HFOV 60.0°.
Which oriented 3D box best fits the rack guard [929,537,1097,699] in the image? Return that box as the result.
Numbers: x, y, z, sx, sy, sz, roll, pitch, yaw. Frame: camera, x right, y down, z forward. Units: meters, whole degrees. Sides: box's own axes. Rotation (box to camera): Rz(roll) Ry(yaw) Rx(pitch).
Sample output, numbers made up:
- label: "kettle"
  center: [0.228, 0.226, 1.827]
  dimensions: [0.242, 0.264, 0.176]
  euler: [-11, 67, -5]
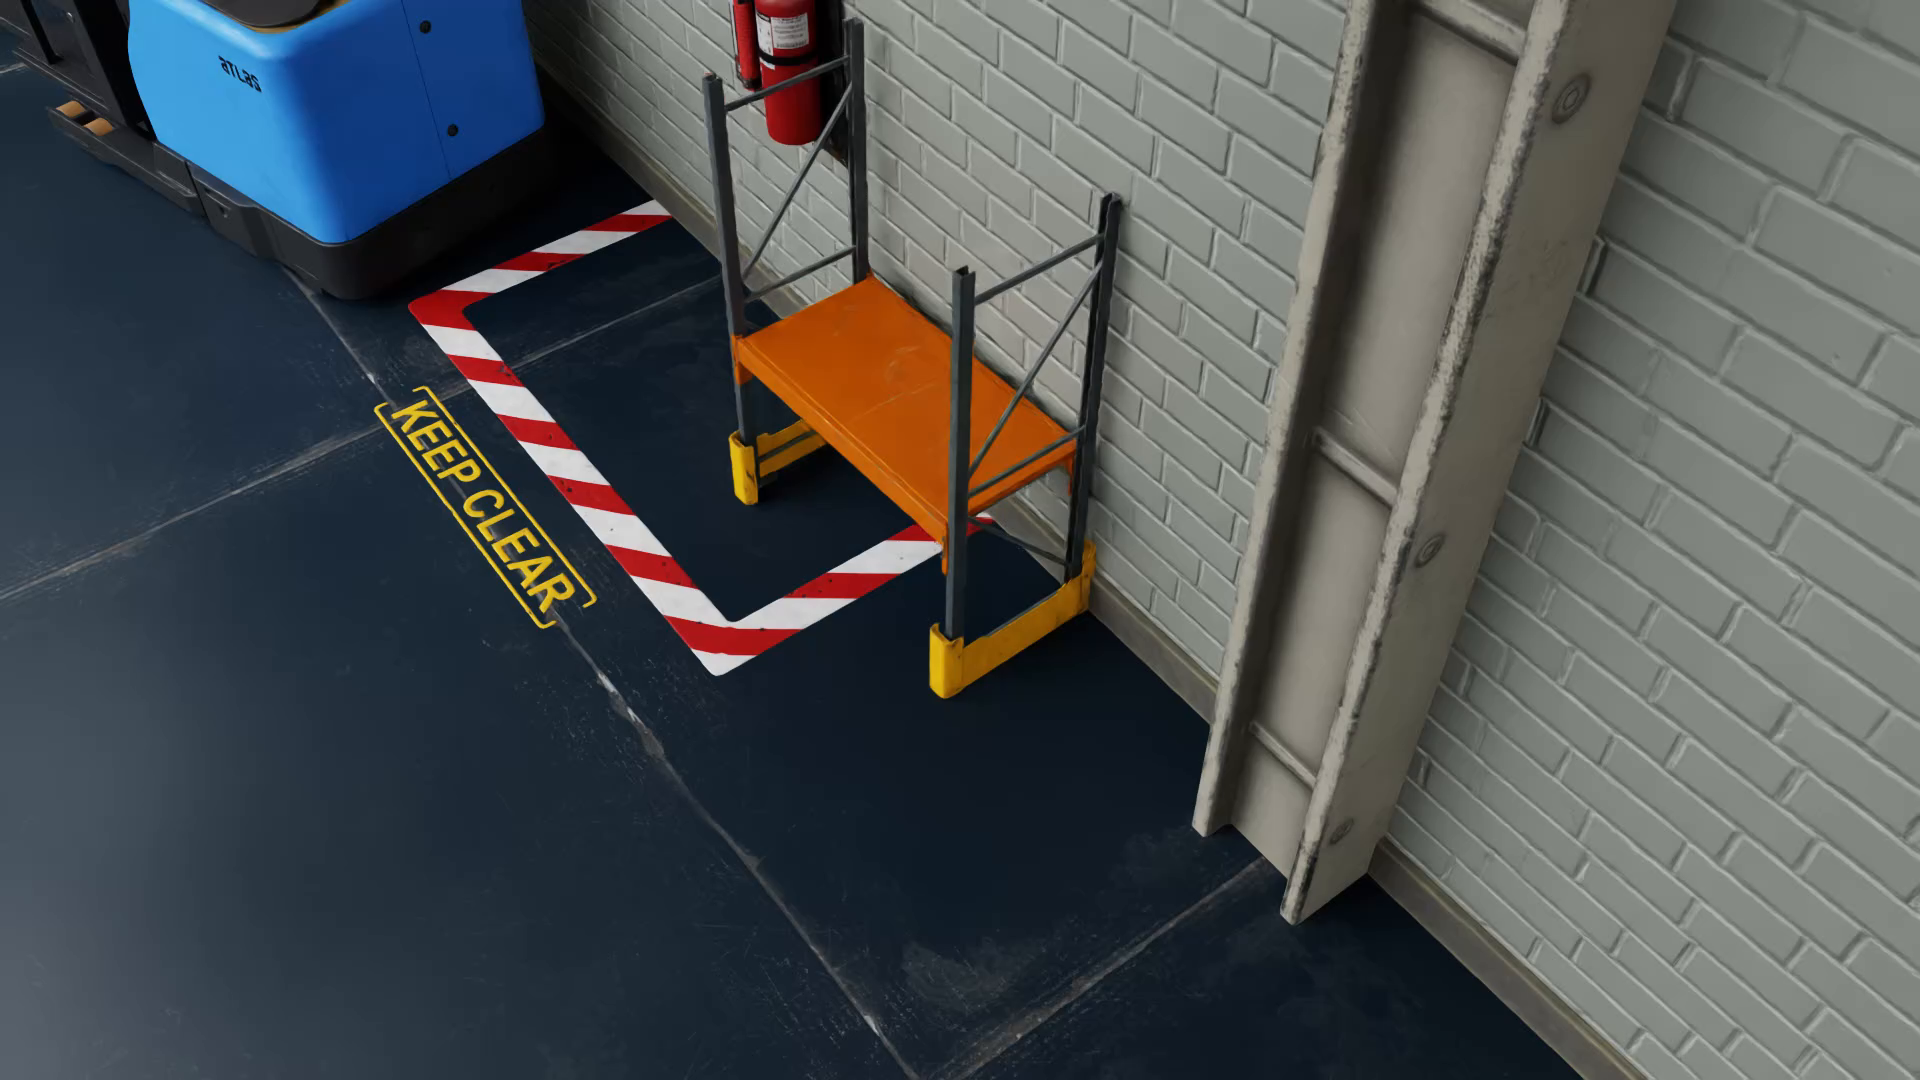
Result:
- label: "rack guard"
  center: [0.157, 0.224, 4.867]
  dimensions: [0.587, 0.250, 0.087]
  euler: [-31, 55, -26]

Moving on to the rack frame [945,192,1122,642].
- label: "rack frame"
  center: [0.170, -0.201, 4.409]
  dimensions: [0.500, 1.500, 0.032]
  euler: [-31, 55, -26]

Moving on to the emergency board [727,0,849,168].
- label: "emergency board"
  center: [-0.594, -1.658, 4.729]
  dimensions: [0.194, 1.169, 0.643]
  euler: [-29, 54, -24]

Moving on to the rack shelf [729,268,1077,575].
- label: "rack shelf"
  center: [-0.158, -0.370, 4.802]
  dimensions: [0.538, 0.185, 1.000]
  euler: [-31, 55, -26]

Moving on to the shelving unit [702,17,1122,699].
- label: "shelving unit"
  center: [-0.148, -0.487, 4.665]
  dimensions: [0.587, 1.500, 1.083]
  euler: [-31, 55, -26]

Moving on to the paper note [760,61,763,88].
- label: "paper note"
  center: [-0.646, -1.498, 5.178]
  dimensions: [0.016, 0.148, 0.142]
  euler: [-29, 54, -24]

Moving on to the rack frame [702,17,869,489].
- label: "rack frame"
  center: [-0.478, -0.784, 4.932]
  dimensions: [0.500, 1.500, 0.032]
  euler: [-31, 55, -26]

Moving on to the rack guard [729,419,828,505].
- label: "rack guard"
  center: [-0.478, -0.348, 5.380]
  dimensions: [0.587, 0.250, 0.087]
  euler: [-31, 55, -26]

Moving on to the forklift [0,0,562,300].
- label: "forklift"
  center: [-3.012, -2.762, 5.776]
  dimensions: [3.031, 2.935, 1.130]
  euler: [31, 55, 25]
